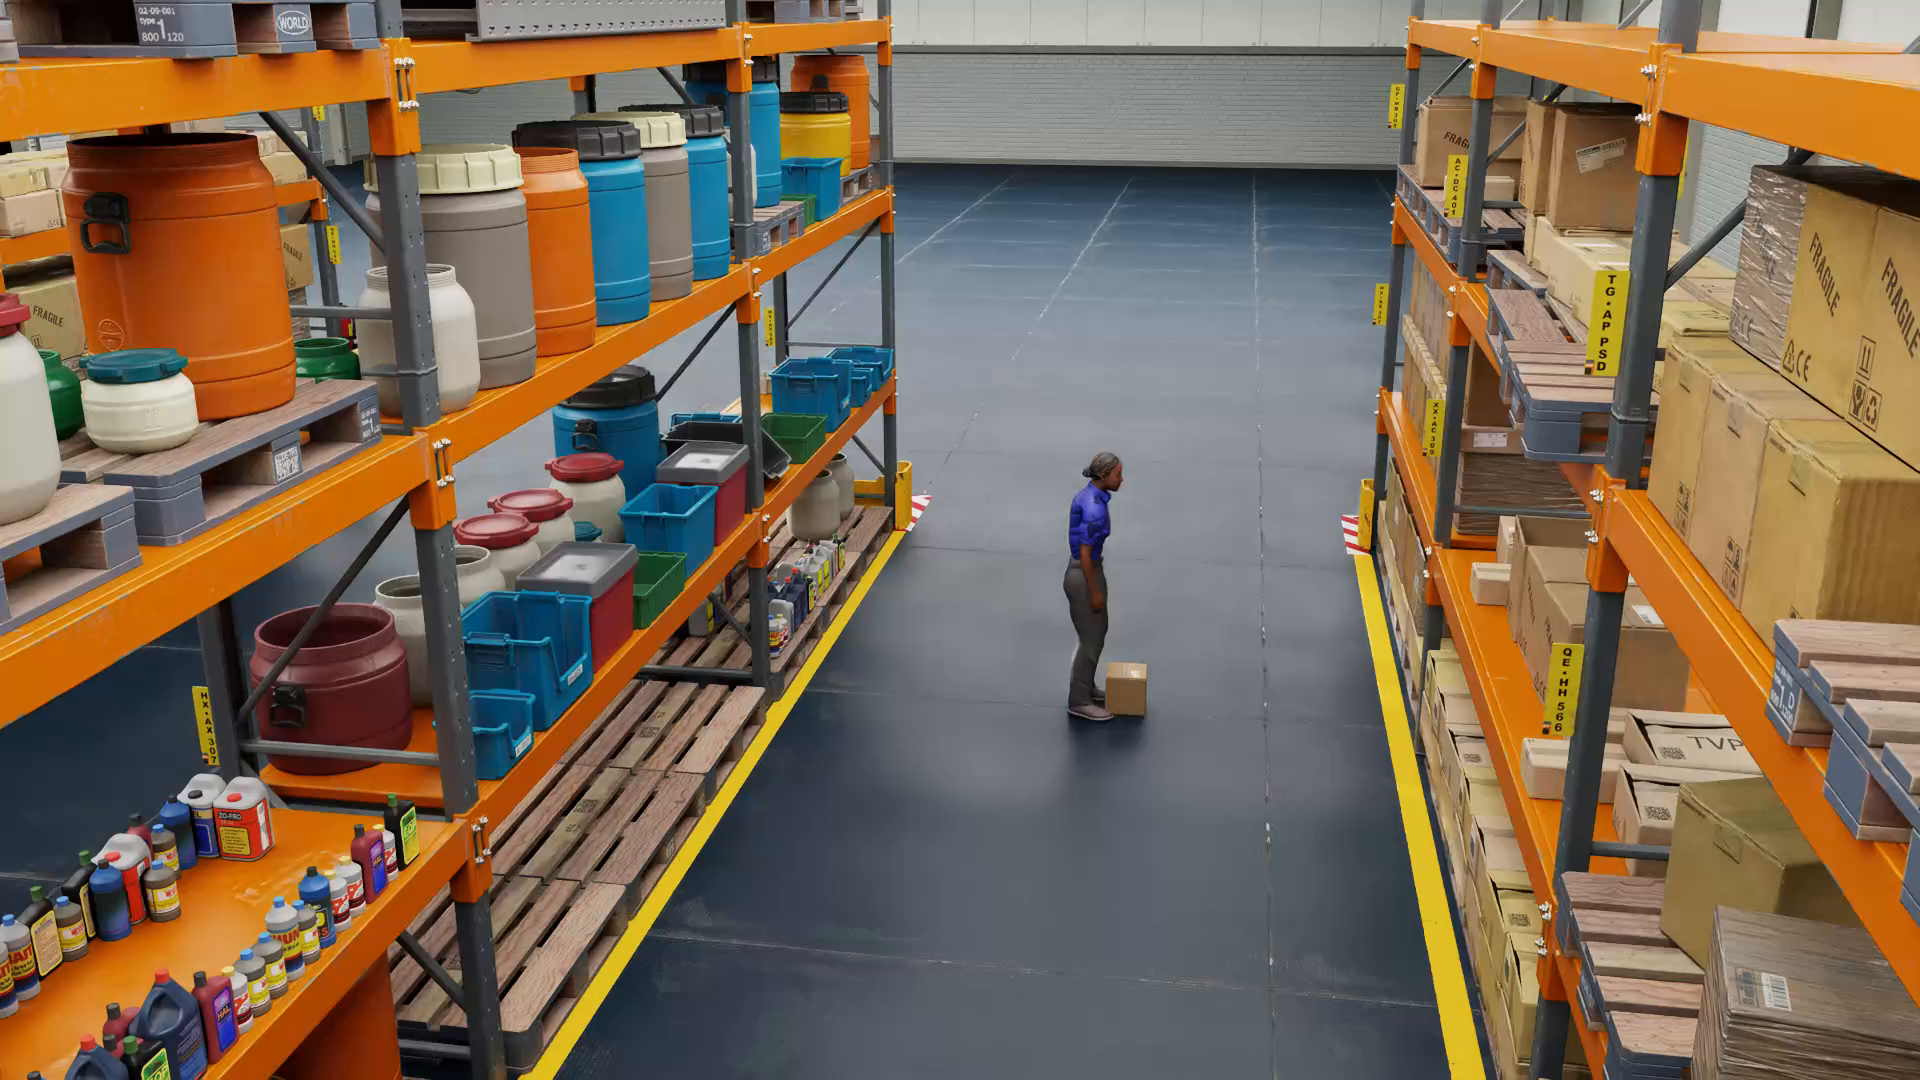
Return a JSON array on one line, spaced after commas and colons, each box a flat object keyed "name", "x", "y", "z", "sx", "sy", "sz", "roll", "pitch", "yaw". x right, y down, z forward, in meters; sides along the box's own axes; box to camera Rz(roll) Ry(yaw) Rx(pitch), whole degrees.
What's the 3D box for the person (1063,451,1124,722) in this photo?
[{"name": "person", "x": 0.816, "y": 0.258, "z": 10.267, "sx": 0.350, "sy": 1.655, "sz": 0.524, "roll": 2, "pitch": 18, "yaw": 7}]
